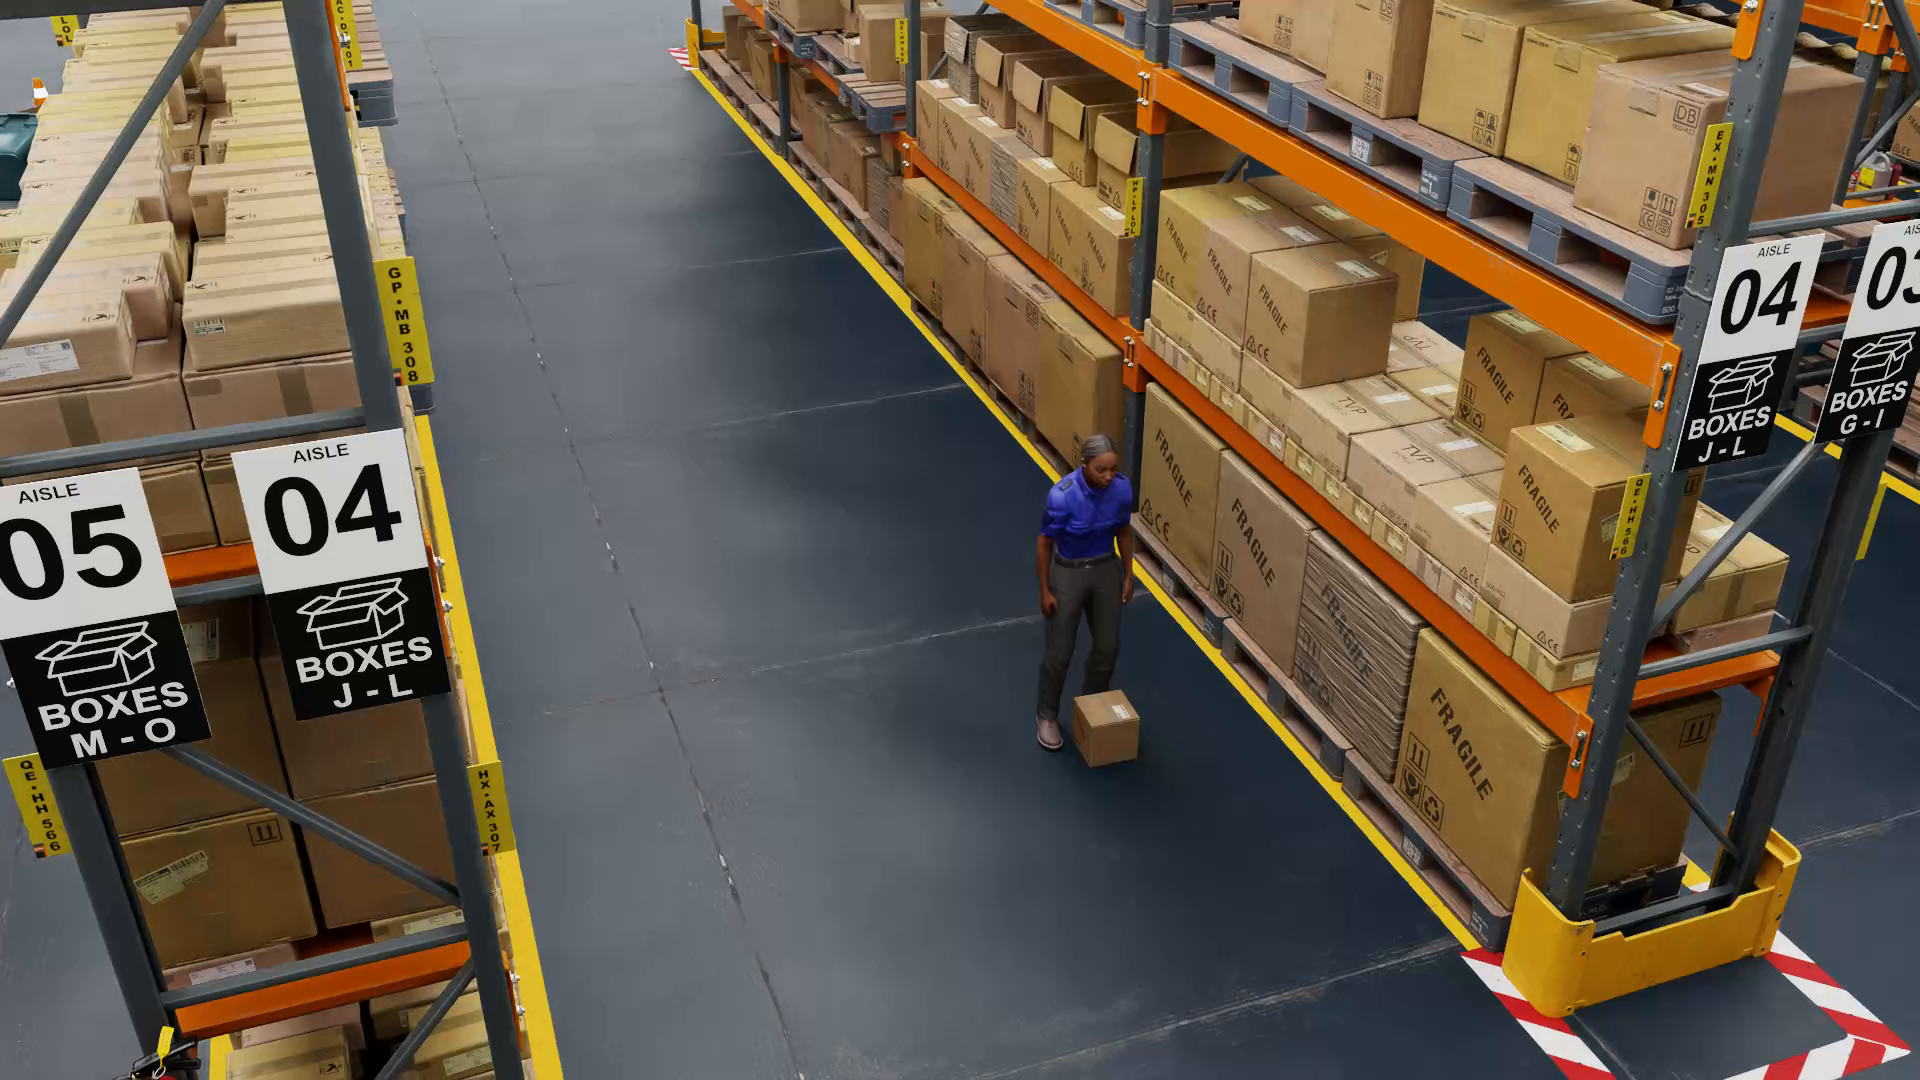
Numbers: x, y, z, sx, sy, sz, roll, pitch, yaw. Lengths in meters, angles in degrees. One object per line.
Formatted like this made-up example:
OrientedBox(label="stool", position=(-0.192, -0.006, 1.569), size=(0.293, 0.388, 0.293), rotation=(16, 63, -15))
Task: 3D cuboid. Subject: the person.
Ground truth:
OrientedBox(label="person", position=(0.599, 0.217, 7.981), size=(0.506, 1.640, 0.351), rotation=(-10, 32, -17))
